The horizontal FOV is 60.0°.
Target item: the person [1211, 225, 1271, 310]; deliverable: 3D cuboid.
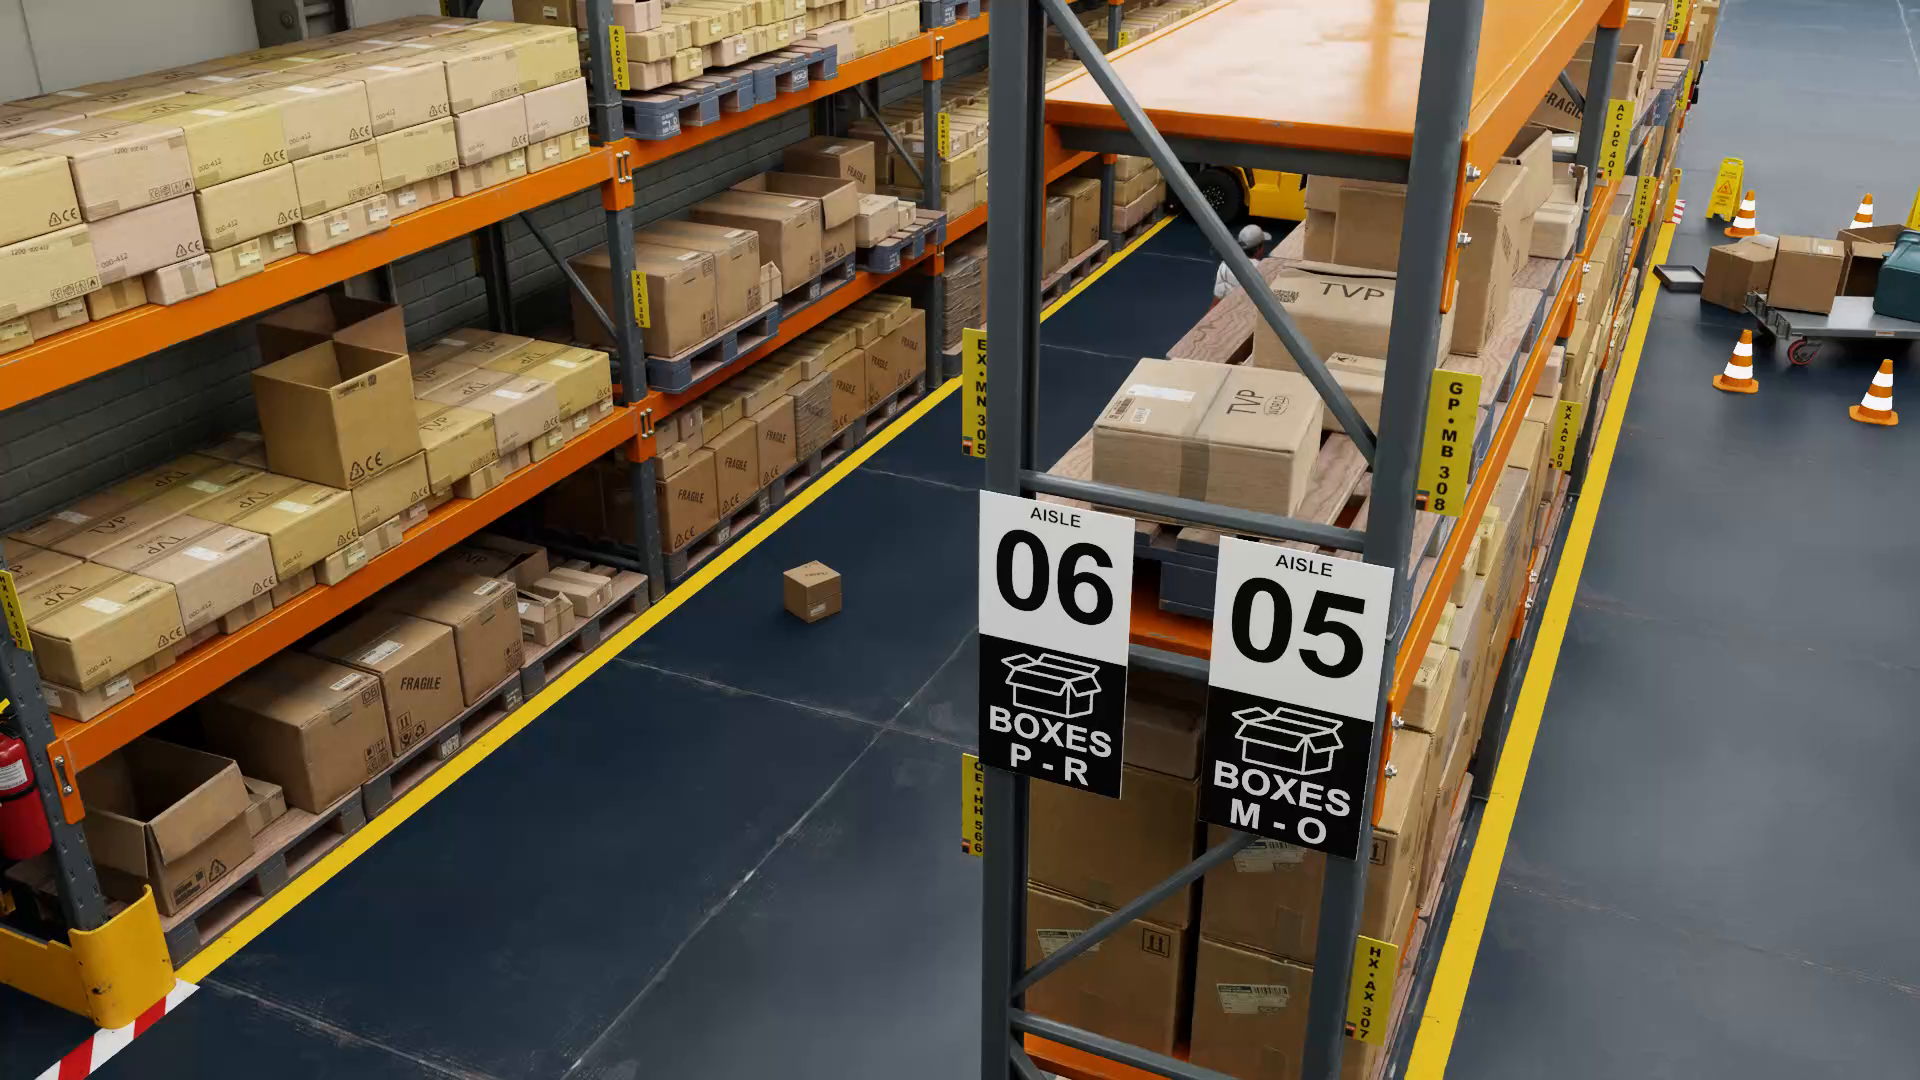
[{"bbox_3d":[2.080,-1.444,12.051,0.512,1.726,0.491,21,33,35],"label":"person"}]
